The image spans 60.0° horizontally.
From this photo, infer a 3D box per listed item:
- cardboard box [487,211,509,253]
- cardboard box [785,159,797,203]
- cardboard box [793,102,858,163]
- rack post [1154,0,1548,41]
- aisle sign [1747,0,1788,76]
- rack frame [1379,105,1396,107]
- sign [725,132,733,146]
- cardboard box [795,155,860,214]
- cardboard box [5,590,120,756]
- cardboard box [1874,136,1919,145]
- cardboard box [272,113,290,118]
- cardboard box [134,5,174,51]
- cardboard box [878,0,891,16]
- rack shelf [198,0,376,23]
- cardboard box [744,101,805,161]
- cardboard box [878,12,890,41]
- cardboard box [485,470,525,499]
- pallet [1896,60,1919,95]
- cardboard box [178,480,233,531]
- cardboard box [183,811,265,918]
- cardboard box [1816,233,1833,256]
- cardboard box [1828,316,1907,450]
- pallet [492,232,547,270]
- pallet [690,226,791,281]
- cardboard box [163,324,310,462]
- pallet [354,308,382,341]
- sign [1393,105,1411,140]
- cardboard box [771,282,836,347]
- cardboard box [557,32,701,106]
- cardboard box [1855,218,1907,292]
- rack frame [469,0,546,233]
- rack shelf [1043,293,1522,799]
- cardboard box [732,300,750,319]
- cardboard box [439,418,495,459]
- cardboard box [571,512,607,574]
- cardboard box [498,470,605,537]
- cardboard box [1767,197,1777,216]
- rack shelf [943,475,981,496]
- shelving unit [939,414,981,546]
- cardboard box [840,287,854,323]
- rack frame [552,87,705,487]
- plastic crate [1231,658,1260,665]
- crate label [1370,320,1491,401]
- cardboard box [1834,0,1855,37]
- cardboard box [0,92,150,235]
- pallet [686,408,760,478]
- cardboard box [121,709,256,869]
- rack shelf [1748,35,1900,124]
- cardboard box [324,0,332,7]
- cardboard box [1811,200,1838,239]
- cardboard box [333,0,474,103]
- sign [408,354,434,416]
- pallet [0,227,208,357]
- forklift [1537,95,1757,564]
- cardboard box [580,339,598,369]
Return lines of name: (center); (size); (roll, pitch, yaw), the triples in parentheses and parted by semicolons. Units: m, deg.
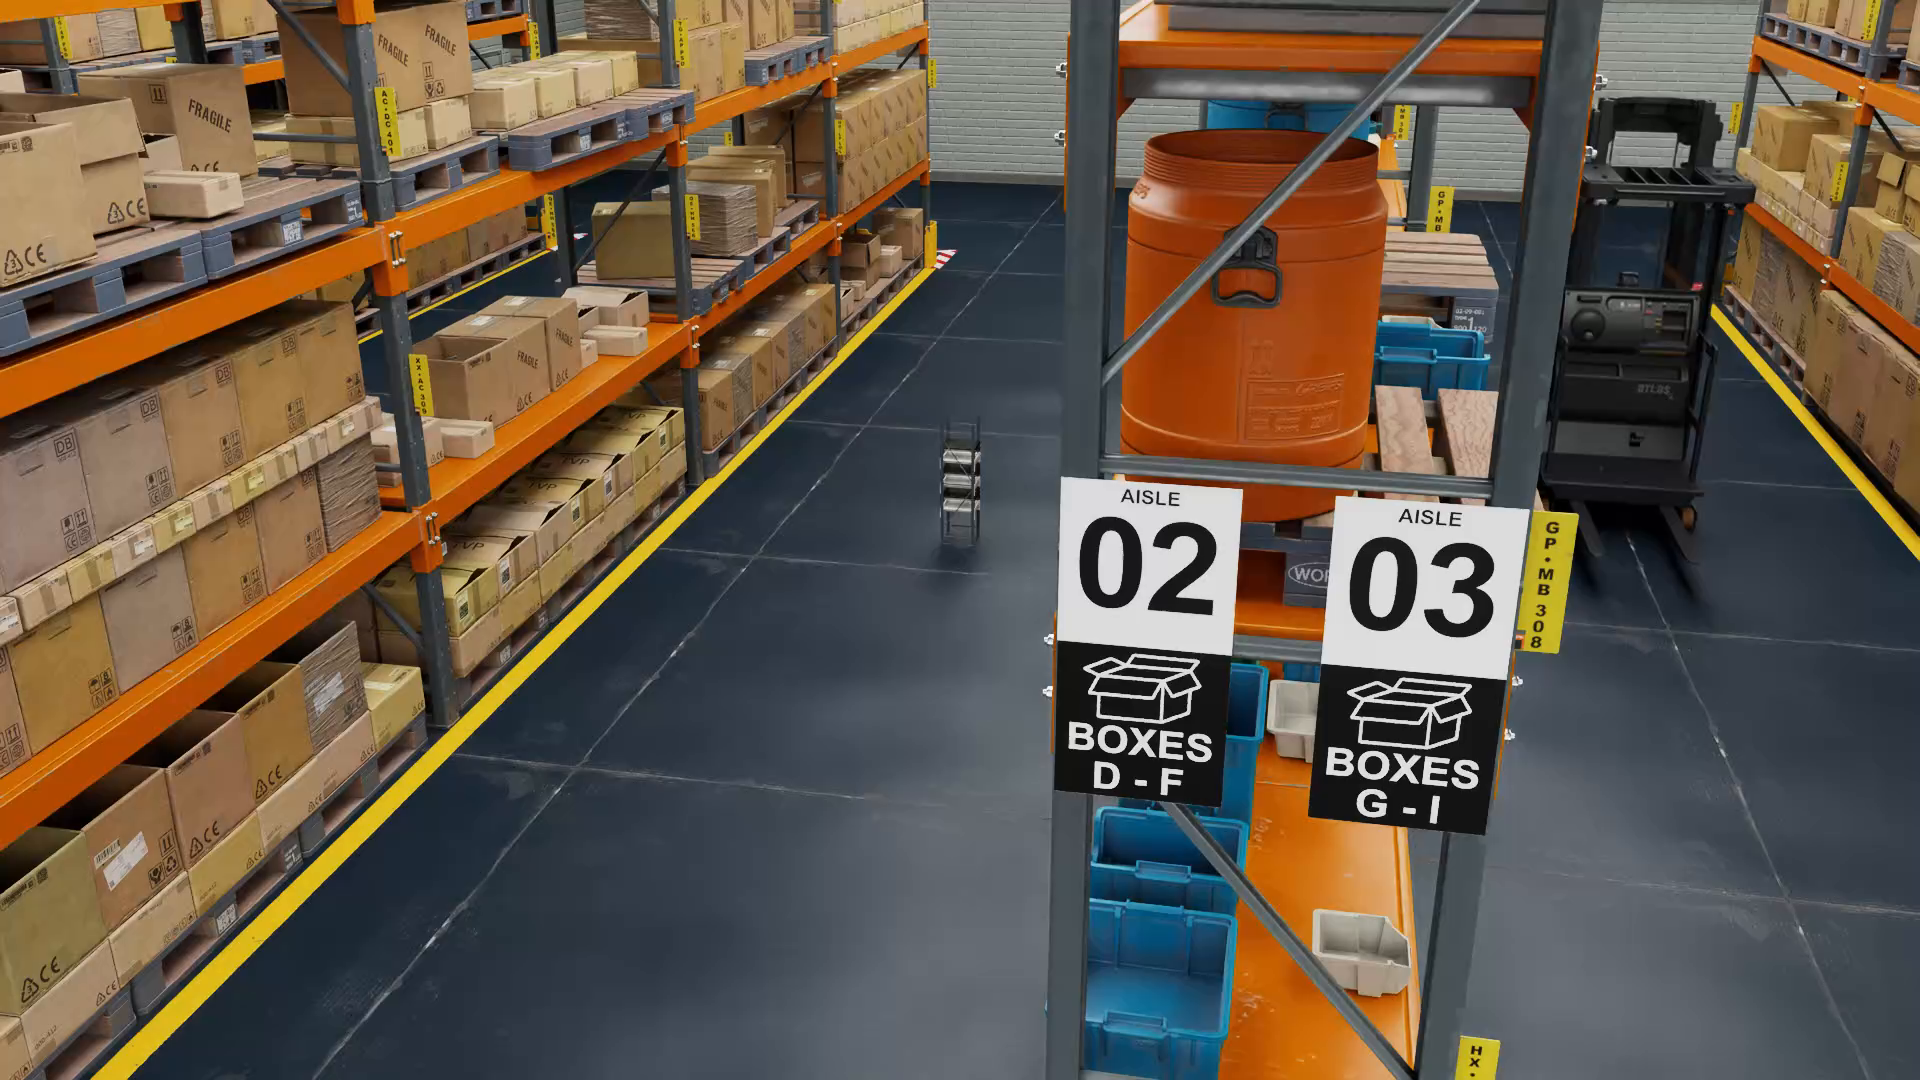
cardboard box: (-5.860, -3.751, 19.936); (0.700, 0.500, 0.500); (4, 22, 11)
cardboard box: (-1.829, -3.572, 16.573); (0.500, 0.500, 0.500); (5, 22, 12)
cardboard box: (-1.308, -3.984, 16.259); (0.500, 0.500, 0.500); (5, 22, 12)
rack post: (0.999, -1.373, 3.887); (0.937, 0.300, 0.954); (7, 23, 17)
aisle sign: (8.555, -5.285, 17.480); (0.394, 0.787, 0.004); (4, 22, 11)
rack frame: (2.353, -4.264, 10.396); (1.000, 3.000, 0.127); (4, 22, 11)
sign: (-2.212, -3.763, 16.024); (0.100, 0.325, 0.005); (4, 22, 11)
cardboard box: (-1.309, -3.535, 16.482); (0.500, 0.500, 0.500); (5, 22, 12)
cardboard box: (-3.811, 0.476, 6.523); (0.700, 0.500, 0.500); (5, 22, 11)
cardboard box: (8.474, -3.318, 14.876); (0.500, 0.500, 0.500); (4, 22, 11)
cardboard box: (-6.374, -4.051, 16.333); (0.500, 0.250, 0.500); (5, 22, 12)
cardboard box: (-7.121, -4.459, 14.173); (0.700, 0.500, 0.500); (6, 23, 14)
cardboard box: (-1.021, -5.584, 17.219); (0.500, 0.250, 0.500); (4, 22, 11)
rack shelf: (-2.904, -3.392, 9.729); (1.077, 0.370, 4.000); (4, 22, 11)
cardboard box: (-1.830, -4.038, 16.392); (0.500, 0.500, 0.500); (5, 22, 11)
cardboard box: (-1.030, -5.352, 17.314); (0.500, 0.250, 0.500); (4, 22, 11)
cardboard box: (-3.199, -0.303, 10.959); (0.500, 0.311, 0.500); (4, 22, 10)
pallet: (7.879, -3.530, 12.845); (0.805, 0.209, 1.217); (4, 22, 9)
cardboard box: (-3.418, -0.165, 7.245); (0.380, 0.149, 0.250); (5, 22, 12)
cardboard box: (-3.493, 1.419, 7.434); (0.500, 0.250, 0.500); (4, 22, 11)
cardboard box: (7.759, -2.587, 14.597); (0.380, 0.149, 0.250); (5, 22, 11)
cardboard box: (7.725, -1.213, 13.133); (1.225, 0.875, 0.875); (4, 22, 9)
pallet: (-5.800, -3.570, 20.436); (1.003, 0.211, 1.213); (4, 22, 11)
pallet: (-2.103, -2.483, 14.260); (1.003, 0.211, 1.213); (4, 22, 11)
cardboard box: (-3.498, -0.698, 7.701); (0.700, 0.500, 0.500); (4, 22, 11)
pallet: (-6.613, -2.118, 16.830); (1.003, 0.211, 1.213); (4, 22, 11)
sign: (2.893, -2.785, 10.878); (0.100, 0.325, 0.005); (4, 22, 11)
cardboard box: (-1.499, -2.165, 15.972); (0.500, 0.500, 0.500); (4, 22, 11)
cardboard box: (-2.439, -3.460, 12.281); (0.910, 0.500, 0.500); (4, 22, 11)
cardboard box: (7.578, -2.280, 13.365); (0.500, 0.500, 0.500); (4, 22, 11)
rack frame: (-5.713, -5.162, 20.656); (1.000, 3.000, 0.127); (4, 22, 11)
rack shelf: (1.129, -0.345, 5.642); (1.077, 0.370, 4.000); (4, 22, 11)
cardboard box: (-2.221, -2.191, 15.033); (0.500, 0.250, 0.500); (5, 22, 11)
cardboard box: (-2.931, -0.589, 9.638); (0.380, 0.149, 0.250); (4, 22, 11)
cardboard box: (-2.674, -0.008, 10.976); (0.500, 0.250, 0.500); (5, 22, 12)
cardboard box: (-2.671, -0.271, 10.880); (0.500, 0.311, 0.500); (5, 22, 12)
cardboard box: (8.126, -3.246, 16.233); (0.380, 0.149, 0.250); (4, 22, 10)
rack shelf: (0.002, -0.389, 11.705); (0.258, 0.077, 0.200); (4, 22, 11)
shelving unit: (0.002, -0.420, 11.693); (0.258, 0.900, 0.210); (4, 22, 11)
cardboard box: (-1.382, -2.417, 16.850); (0.500, 0.311, 0.500); (4, 22, 11)
rack frame: (-2.496, -1.860, 12.457); (1.000, 3.000, 0.127); (4, 22, 11)
plastic crate: (0.983, 0.555, 6.744); (0.450, 0.188, 0.662); (4, 22, 11)
crate label: (1.426, -0.537, 5.356); (0.502, 0.251, 0.408); (4, 22, 11)
cardboard box: (8.233, -4.733, 14.745); (0.700, 0.500, 0.500); (6, 23, 14)
cardboard box: (-3.771, -1.504, 6.669); (0.797, 0.503, 0.637); (7, 23, 17)
pallet: (-2.306, -0.837, 13.649); (1.003, 0.211, 1.213); (4, 22, 11)
cardboard box: (-3.492, 1.071, 7.294); (0.500, 0.500, 0.500); (4, 22, 11)
rack shelf: (8.426, -4.356, 15.601); (1.077, 0.370, 4.000); (4, 22, 11)
cardboard box: (-6.130, -5.495, 16.972); (0.500, 0.250, 0.500); (4, 22, 11)
cardboard box: (7.851, -2.816, 14.634); (0.500, 0.250, 0.500); (4, 22, 10)
cardboard box: (-3.054, -2.694, 9.148); (0.500, 0.500, 0.500); (7, 23, 16)
sign: (-2.768, -0.794, 8.545); (0.100, 0.325, 0.005); (4, 22, 11)
pallet: (-3.712, -0.989, 6.397); (1.003, 0.211, 1.213); (4, 22, 11)
forklift: (4.818, -1.581, 11.855); (1.130, 2.935, 3.031); (4, 22, 11)
cardboard box: (-2.701, -1.273, 11.335); (0.380, 0.149, 0.250); (6, 23, 15)
